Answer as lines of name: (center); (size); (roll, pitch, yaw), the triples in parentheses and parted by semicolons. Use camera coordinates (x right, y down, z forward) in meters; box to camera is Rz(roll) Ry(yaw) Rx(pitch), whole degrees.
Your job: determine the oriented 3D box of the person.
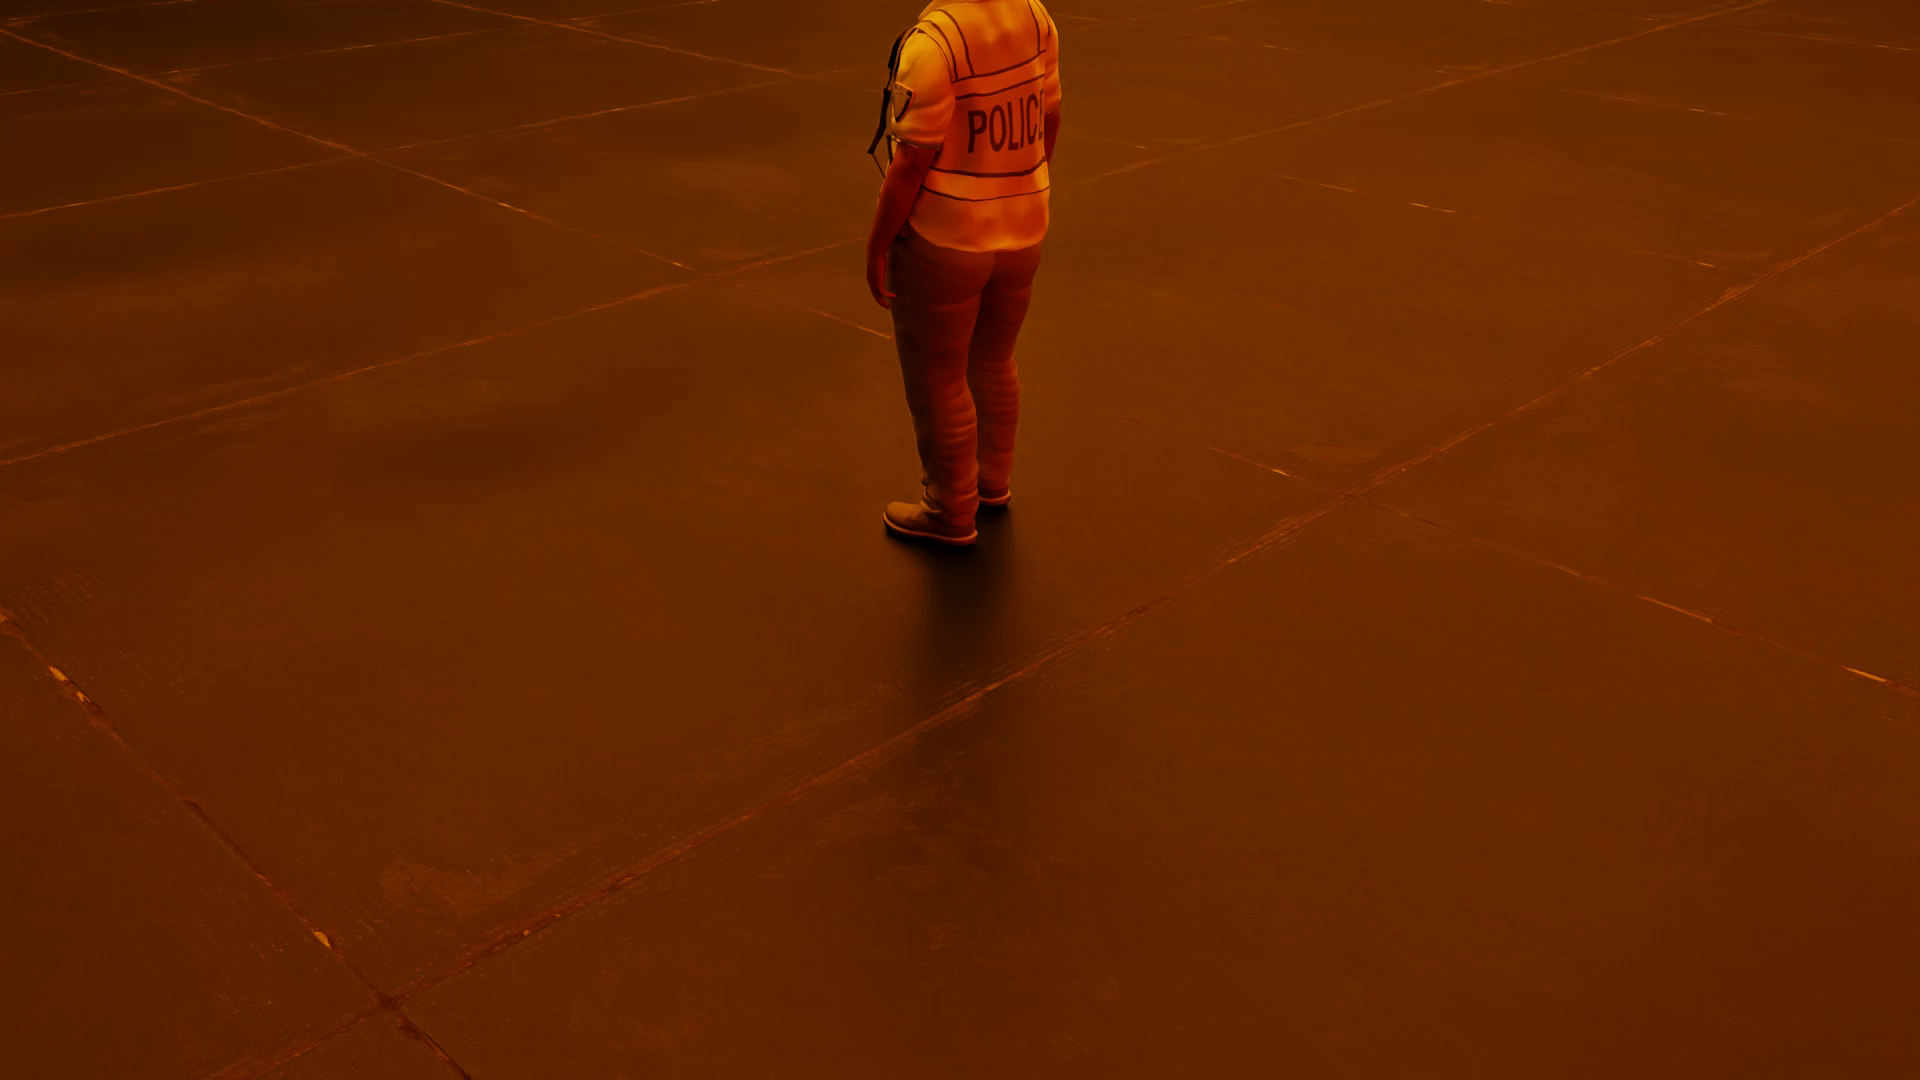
person: (-0.038, -0.786, 4.236); (0.598, 1.670, 0.529); (-24, 35, -39)
